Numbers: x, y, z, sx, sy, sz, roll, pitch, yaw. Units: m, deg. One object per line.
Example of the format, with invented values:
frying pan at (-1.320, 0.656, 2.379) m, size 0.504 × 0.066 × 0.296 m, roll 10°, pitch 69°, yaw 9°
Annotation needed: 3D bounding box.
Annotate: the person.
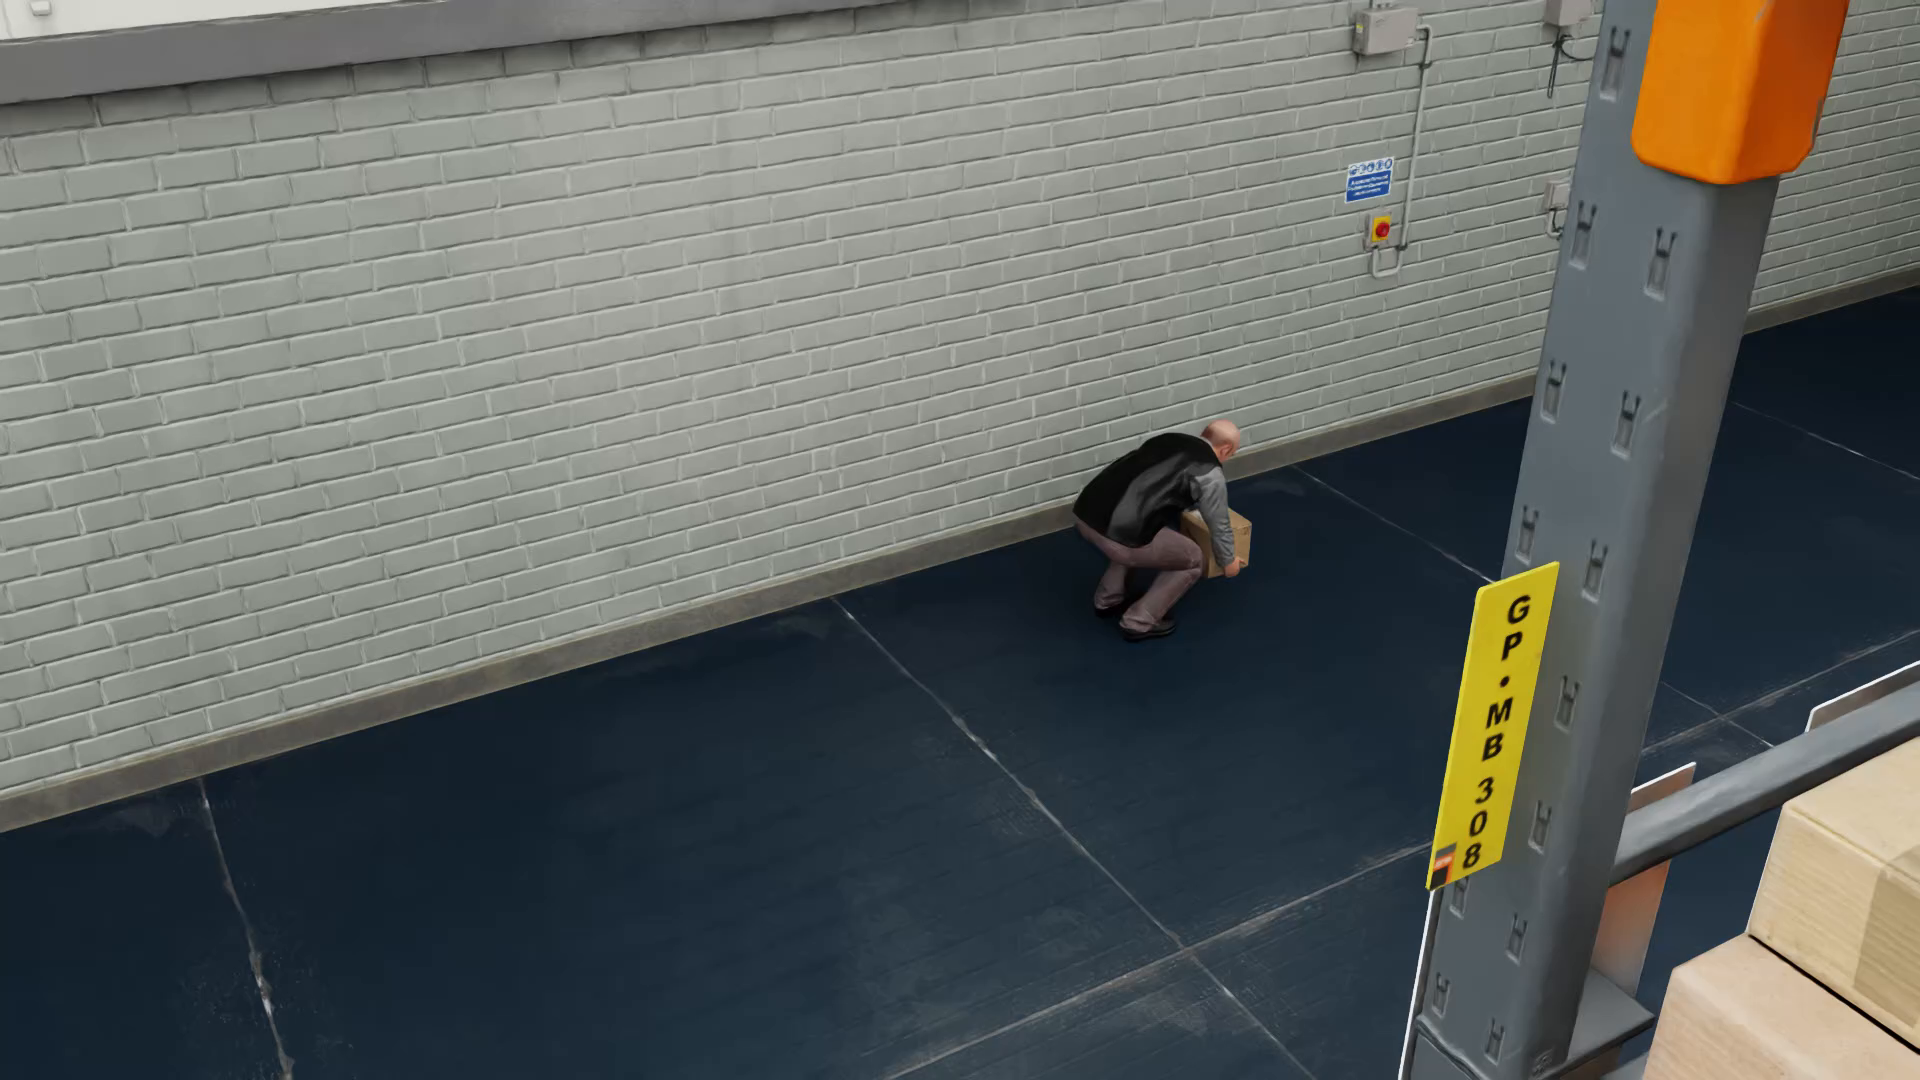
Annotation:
person at (0.974, -0.052, 8.049) m, size 0.915 × 0.953 × 0.516 m, roll -17°, pitch 33°, yaw -28°
